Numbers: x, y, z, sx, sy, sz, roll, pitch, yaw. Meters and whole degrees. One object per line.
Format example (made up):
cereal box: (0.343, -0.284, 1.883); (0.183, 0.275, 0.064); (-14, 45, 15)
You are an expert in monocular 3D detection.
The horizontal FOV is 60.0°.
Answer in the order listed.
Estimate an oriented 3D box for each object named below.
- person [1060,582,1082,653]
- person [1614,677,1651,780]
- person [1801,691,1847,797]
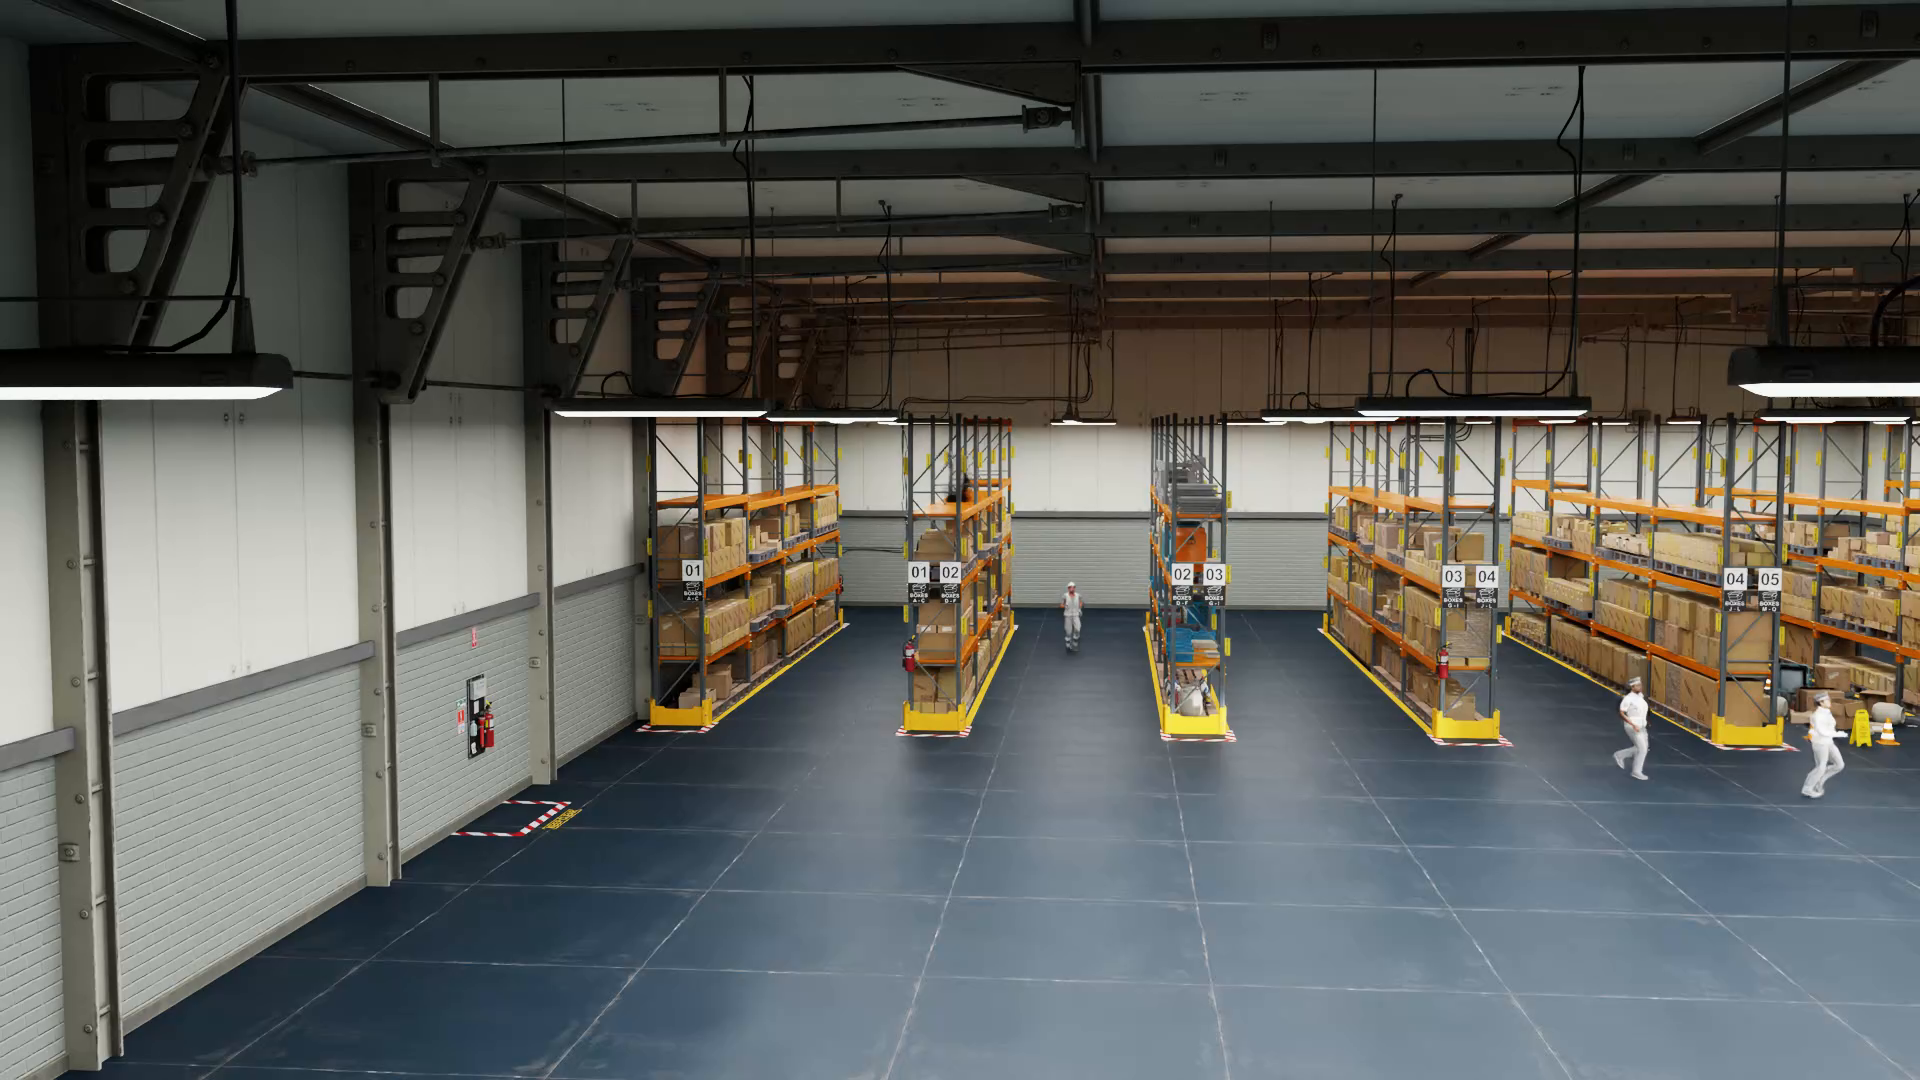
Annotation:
person: (2.861, 1.983, 42.510); (0.608, 1.816, 0.747); (0, 4, -4)
person: (11.039, 3.067, 27.313); (0.576, 1.672, 0.611); (-3, 5, -40)
person: (13.364, 3.149, 25.663); (0.611, 1.660, 0.590); (3, 5, 41)
